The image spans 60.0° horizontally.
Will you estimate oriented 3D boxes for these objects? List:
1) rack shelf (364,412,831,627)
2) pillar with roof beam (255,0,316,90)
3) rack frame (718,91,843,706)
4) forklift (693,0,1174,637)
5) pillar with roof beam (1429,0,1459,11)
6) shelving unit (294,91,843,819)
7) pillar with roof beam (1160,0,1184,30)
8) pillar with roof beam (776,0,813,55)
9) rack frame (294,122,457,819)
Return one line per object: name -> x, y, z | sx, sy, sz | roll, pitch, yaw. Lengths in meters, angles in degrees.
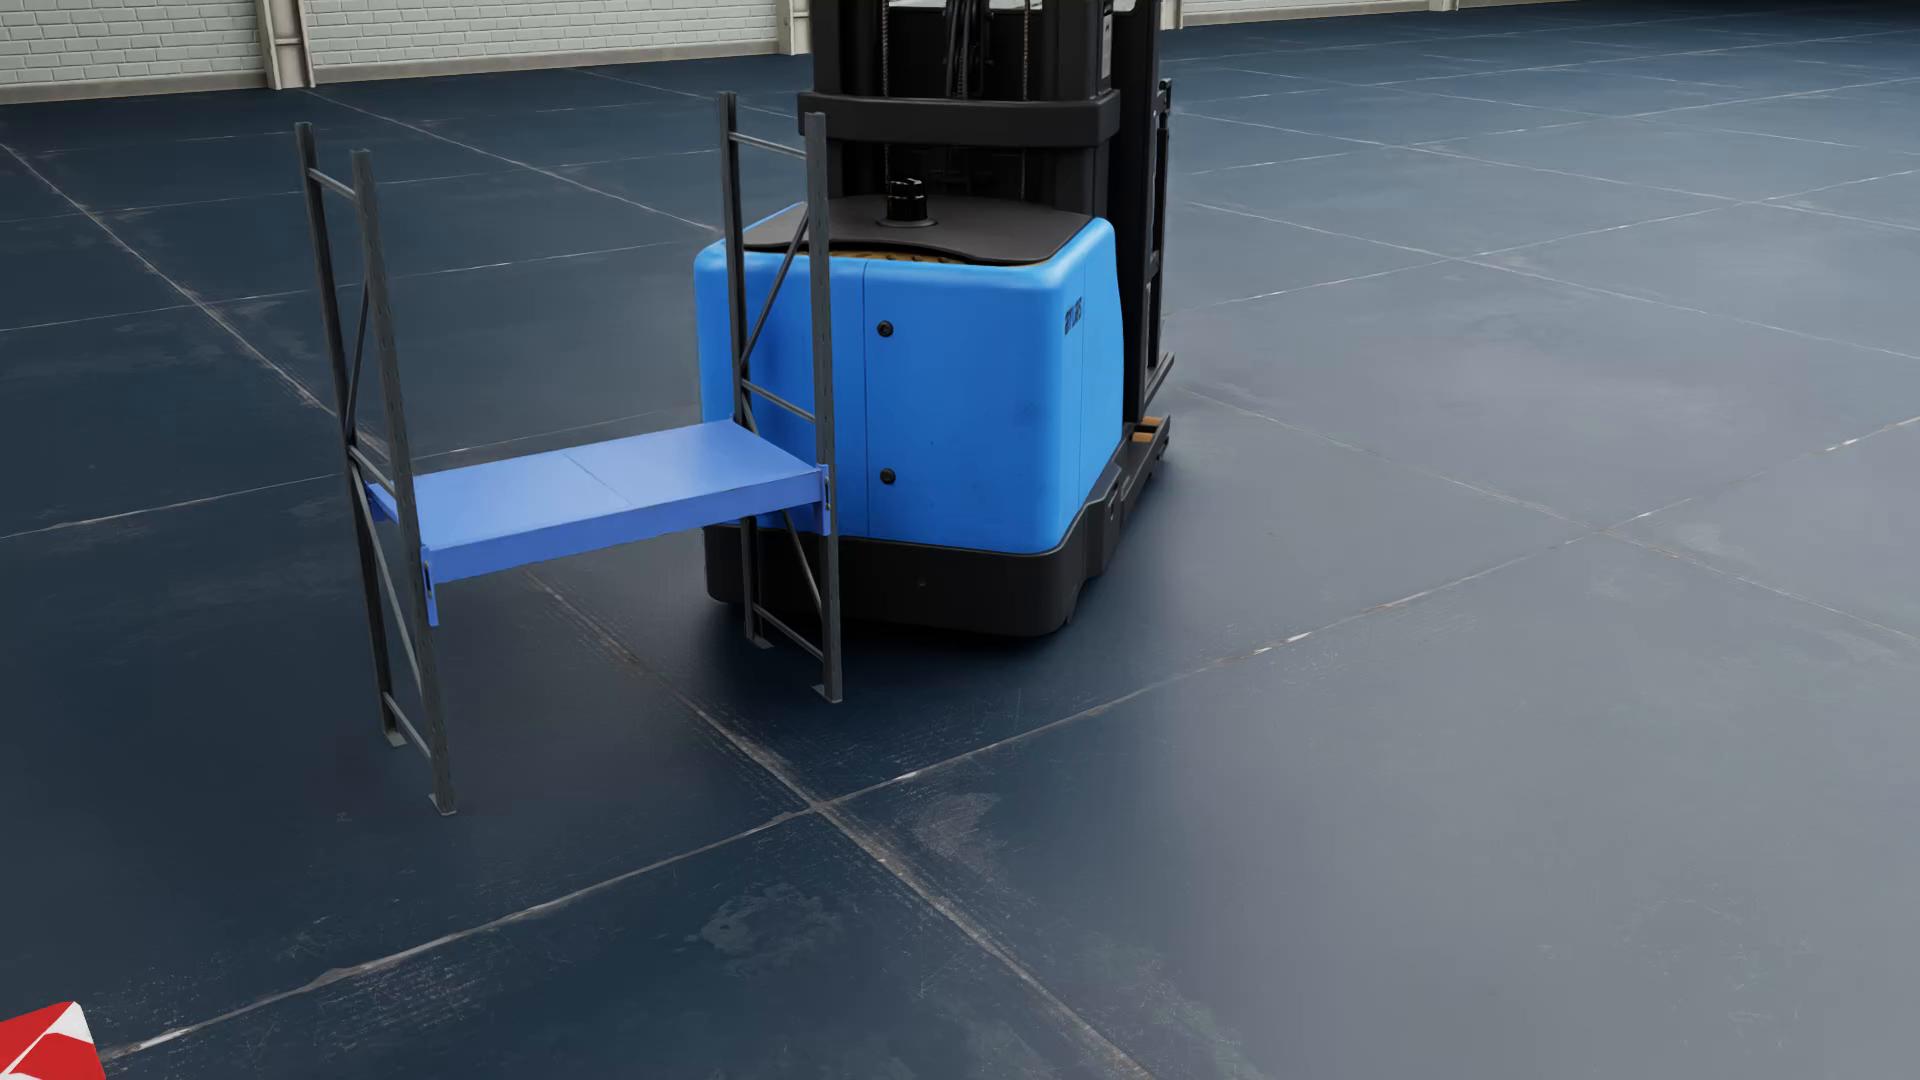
rack shelf -> -0.880, -0.077, 4.050 | 1.000, 0.185, 0.538 | -14, 26, -31
pillar with roof beam -> -4.325, -7.522, 12.105 | 0.400, 9.000, 9.100 | -15, 26, -33
rack frame -> -0.455, -0.347, 4.243 | 0.032, 1.500, 0.500 | -14, 26, -31
forklift -> 0.150, -1.612, 5.483 | 1.130, 2.935, 3.031 | 6, 22, 14
pillar with roof beam -> 10.286, -11.418, 21.869 | 0.400, 9.000, 9.100 | -15, 26, -33
shelving unit -> -0.880, -0.244, 3.983 | 1.048, 1.500, 0.538 | -14, 26, -31
pillar with roof beam -> 5.416, -10.119, 18.614 | 0.400, 9.000, 9.100 | -15, 26, -33
pillar with roof beam -> 0.545, -8.821, 15.360 | 0.400, 9.000, 9.100 | -15, 26, -33
rack frame -> -1.305, -0.140, 3.724 | 0.032, 1.500, 0.500 | -14, 26, -31
